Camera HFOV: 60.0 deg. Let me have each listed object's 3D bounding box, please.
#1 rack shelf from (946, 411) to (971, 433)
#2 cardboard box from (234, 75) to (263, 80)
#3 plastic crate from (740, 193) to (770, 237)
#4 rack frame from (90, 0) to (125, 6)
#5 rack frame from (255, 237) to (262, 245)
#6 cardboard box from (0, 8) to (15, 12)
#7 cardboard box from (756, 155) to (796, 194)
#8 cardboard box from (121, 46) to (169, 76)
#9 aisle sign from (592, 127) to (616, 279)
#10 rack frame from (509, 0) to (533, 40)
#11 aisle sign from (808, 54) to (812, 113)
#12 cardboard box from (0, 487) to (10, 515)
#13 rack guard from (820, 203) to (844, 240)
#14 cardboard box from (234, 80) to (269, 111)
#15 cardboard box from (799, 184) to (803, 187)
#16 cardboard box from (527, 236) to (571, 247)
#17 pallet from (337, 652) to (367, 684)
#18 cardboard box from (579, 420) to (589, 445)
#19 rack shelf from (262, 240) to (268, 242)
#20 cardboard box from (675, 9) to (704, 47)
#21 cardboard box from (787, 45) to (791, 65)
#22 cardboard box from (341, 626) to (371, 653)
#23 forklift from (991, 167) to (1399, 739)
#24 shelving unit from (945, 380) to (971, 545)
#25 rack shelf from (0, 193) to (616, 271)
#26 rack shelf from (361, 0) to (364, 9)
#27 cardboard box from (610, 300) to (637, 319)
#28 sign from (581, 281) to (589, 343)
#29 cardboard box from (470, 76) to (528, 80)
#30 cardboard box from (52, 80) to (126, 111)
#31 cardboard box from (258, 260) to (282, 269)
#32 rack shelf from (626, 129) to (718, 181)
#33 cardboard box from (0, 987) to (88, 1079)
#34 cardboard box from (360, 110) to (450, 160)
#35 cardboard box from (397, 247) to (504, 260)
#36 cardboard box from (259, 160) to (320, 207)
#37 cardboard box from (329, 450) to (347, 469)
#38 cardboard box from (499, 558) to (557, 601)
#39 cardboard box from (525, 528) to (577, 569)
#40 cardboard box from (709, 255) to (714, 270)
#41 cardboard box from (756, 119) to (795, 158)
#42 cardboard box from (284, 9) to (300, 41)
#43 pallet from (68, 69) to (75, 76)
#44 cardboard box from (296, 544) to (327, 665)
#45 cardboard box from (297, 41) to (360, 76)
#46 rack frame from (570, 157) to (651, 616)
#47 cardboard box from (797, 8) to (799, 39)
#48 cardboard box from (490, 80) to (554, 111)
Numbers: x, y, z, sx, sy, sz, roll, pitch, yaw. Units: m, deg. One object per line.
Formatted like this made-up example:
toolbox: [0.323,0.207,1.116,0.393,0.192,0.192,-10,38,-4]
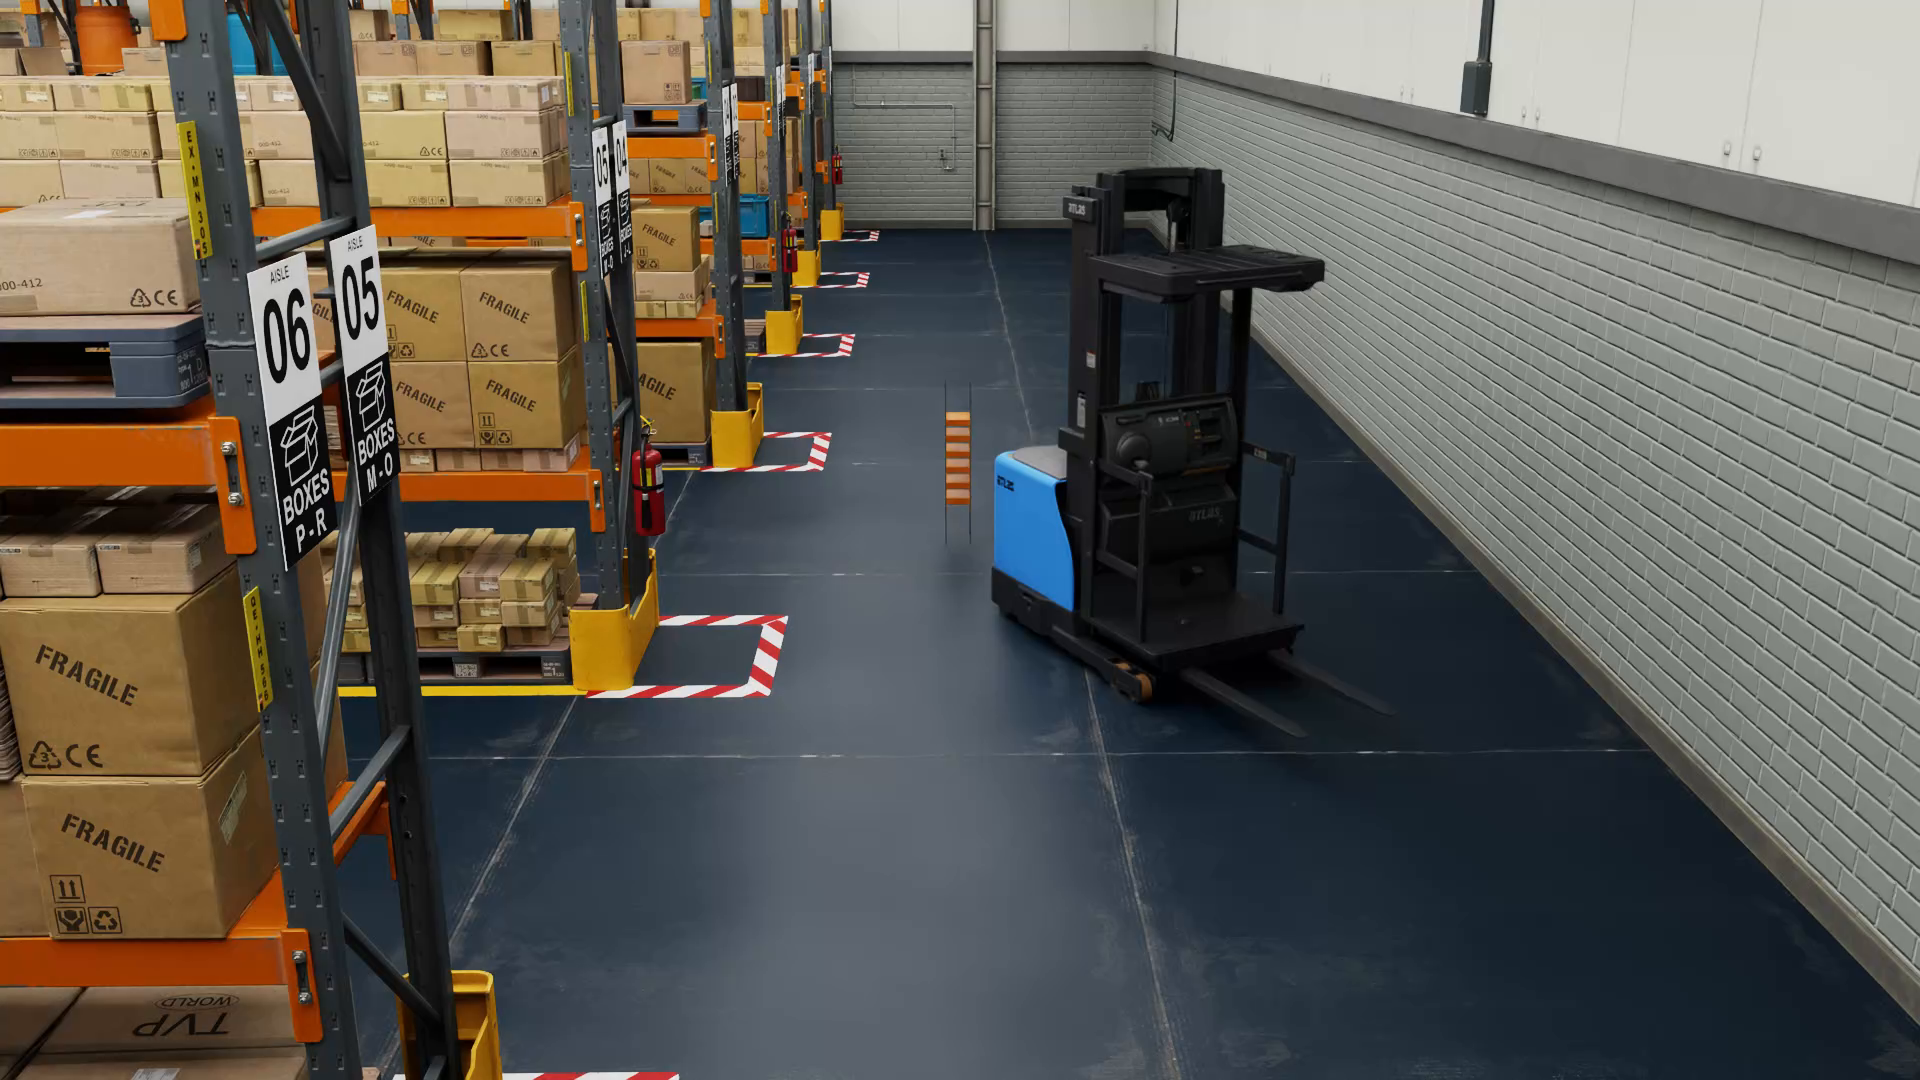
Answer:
rack shelf: [-0.014,-0.872,12.268,0.180,0.103,0.258,0,18,-1]
cardboard box: [-4.192,-2.593,9.583,0.250,0.149,0.380,-1,18,-2]
plastic crate: [-2.434,-3.735,19.125,0.499,0.435,0.616,0,18,-1]
rack frame: [-14.257,-9.573,27.658,0.127,3.000,1.000,0,18,-1]
rack frame: [-6.023,-2.217,14.547,0.127,3.000,1.000,0,18,-1]
cardboard box: [-15.823,-8.581,27.644,0.500,0.500,0.500,-1,18,-3]
cardboard box: [-2.620,-5.224,23.758,0.500,0.500,0.500,0,18,1]
cardboard box: [-6.603,-3.887,13.991,0.500,0.500,0.700,0,18,0]
aisle sign: [-1.969,-1.867,9.202,0.004,0.787,0.394,0,18,-1]
rack frame: [-6.176,-8.099,23.062,0.127,3.000,1.000,0,18,-1]
aisle sign: [-2.103,-6.406,23.351,0.004,0.787,0.394,0,18,-1]
cardboard box: [-3.012,-0.129,5.176,0.250,0.149,0.380,-1,18,-3]
rack guard: [-2.234,-5.584,29.137,0.348,0.500,1.175,0,18,-1]
cardboard box: [-3.913,-2.413,9.024,0.250,0.149,0.380,-1,18,-2]
cardboard box: [-2.835,-6.121,29.060,0.250,0.149,0.380,0,18,0]
cardboard box: [-3.526,-2.737,14.699,0.500,0.500,0.500,-1,18,-2]
pallet: [-4.152,0.606,10.314,1.213,0.211,1.003,0,18,-1]
cardboard box: [-2.376,-0.700,10.229,0.250,0.149,0.380,0,18,-1]
rack shelf: [-8.101,-3.377,19.343,4.000,0.370,1.077,0,18,-1]
cardboard box: [-3.689,-7.194,23.353,0.500,0.500,0.700,0,18,-1]
cardboard box: [-2.694,-6.934,23.767,0.500,0.250,0.500,0,18,-1]
cardboard box: [-3.591,0.536,9.946,0.250,0.149,0.380,-1,18,-3]
forklift: [1.347,-0.612,9.658,1.130,2.935,3.031,-9,20,-27]
shelving unit: [-0.014,-0.571,12.364,0.189,1.200,0.258,0,18,-1]
rack shelf: [-4.046,-1.797,9.505,4.000,0.370,1.077,0,18,-1]
rack shelf: [-8.258,-9.069,27.920,4.000,0.370,1.077,0,18,-1]
cardboard box: [-2.887,-2.011,14.318,0.250,0.149,0.380,0,18,-1]
sign: [-2.058,-1.253,9.130,0.005,0.325,0.100,0,18,-1]
cardboard box: [-2.629,-2.578,9.536,0.250,0.149,0.380,0,18,1]
cardboard box: [-4.710,-2.418,9.038,0.250,0.149,0.380,-1,18,-3]
cardboard box: [-4.055,-1.297,9.391,0.500,0.500,0.500,-1,18,-3]
rack shelf: [-4.024,-3.312,14.229,4.000,0.370,1.077,0,18,-1]
cardboard box: [-3.441,1.851,5.372,0.875,0.438,0.875,0,18,1]
cardboard box: [-3.014,-2.233,9.114,0.500,0.250,0.500,-1,18,-2]
cardboard box: [-3.004,-1.461,9.902,0.500,0.500,0.500,0,18,1]
cardboard box: [-3.503,-1.992,9.180,0.500,0.250,0.500,0,18,2]
cardboard box: [-3.657,-0.534,9.712,0.250,0.149,0.380,-1,18,-3]
cardboard box: [-2.572,0.234,9.915,0.250,0.149,0.380,0,18,0]
cardboard box: [-2.576,0.052,10.479,0.250,0.149,0.380,-1,18,-3]
cardboard box: [-3.667,-4.089,24.163,0.500,0.250,0.500,0,18,-1]
cardboard box: [-2.617,-5.699,23.602,0.500,0.500,0.500,0,18,-1]
cardboard box: [-9.229,-7.178,23.301,0.500,0.500,0.500,0,18,-1]
pallet: [-11.971,-6.525,23.374,1.213,0.211,1.003,1,18,2]
cardboard box: [-2.352,0.182,5.268,0.500,0.500,0.500,-1,18,-2]
cardboard box: [-5.242,-3.962,14.063,0.500,0.500,0.700,-1,18,-4]
rack frame: [-2.047,-0.721,9.883,0.127,3.000,1.000,0,18,-1]
cardboard box: [-2.992,-8.806,28.345,0.500,0.500,0.500,-1,18,-3]
cardboard box: [-2.374,-2.414,9.026,0.250,0.149,0.380,0,18,-1]
